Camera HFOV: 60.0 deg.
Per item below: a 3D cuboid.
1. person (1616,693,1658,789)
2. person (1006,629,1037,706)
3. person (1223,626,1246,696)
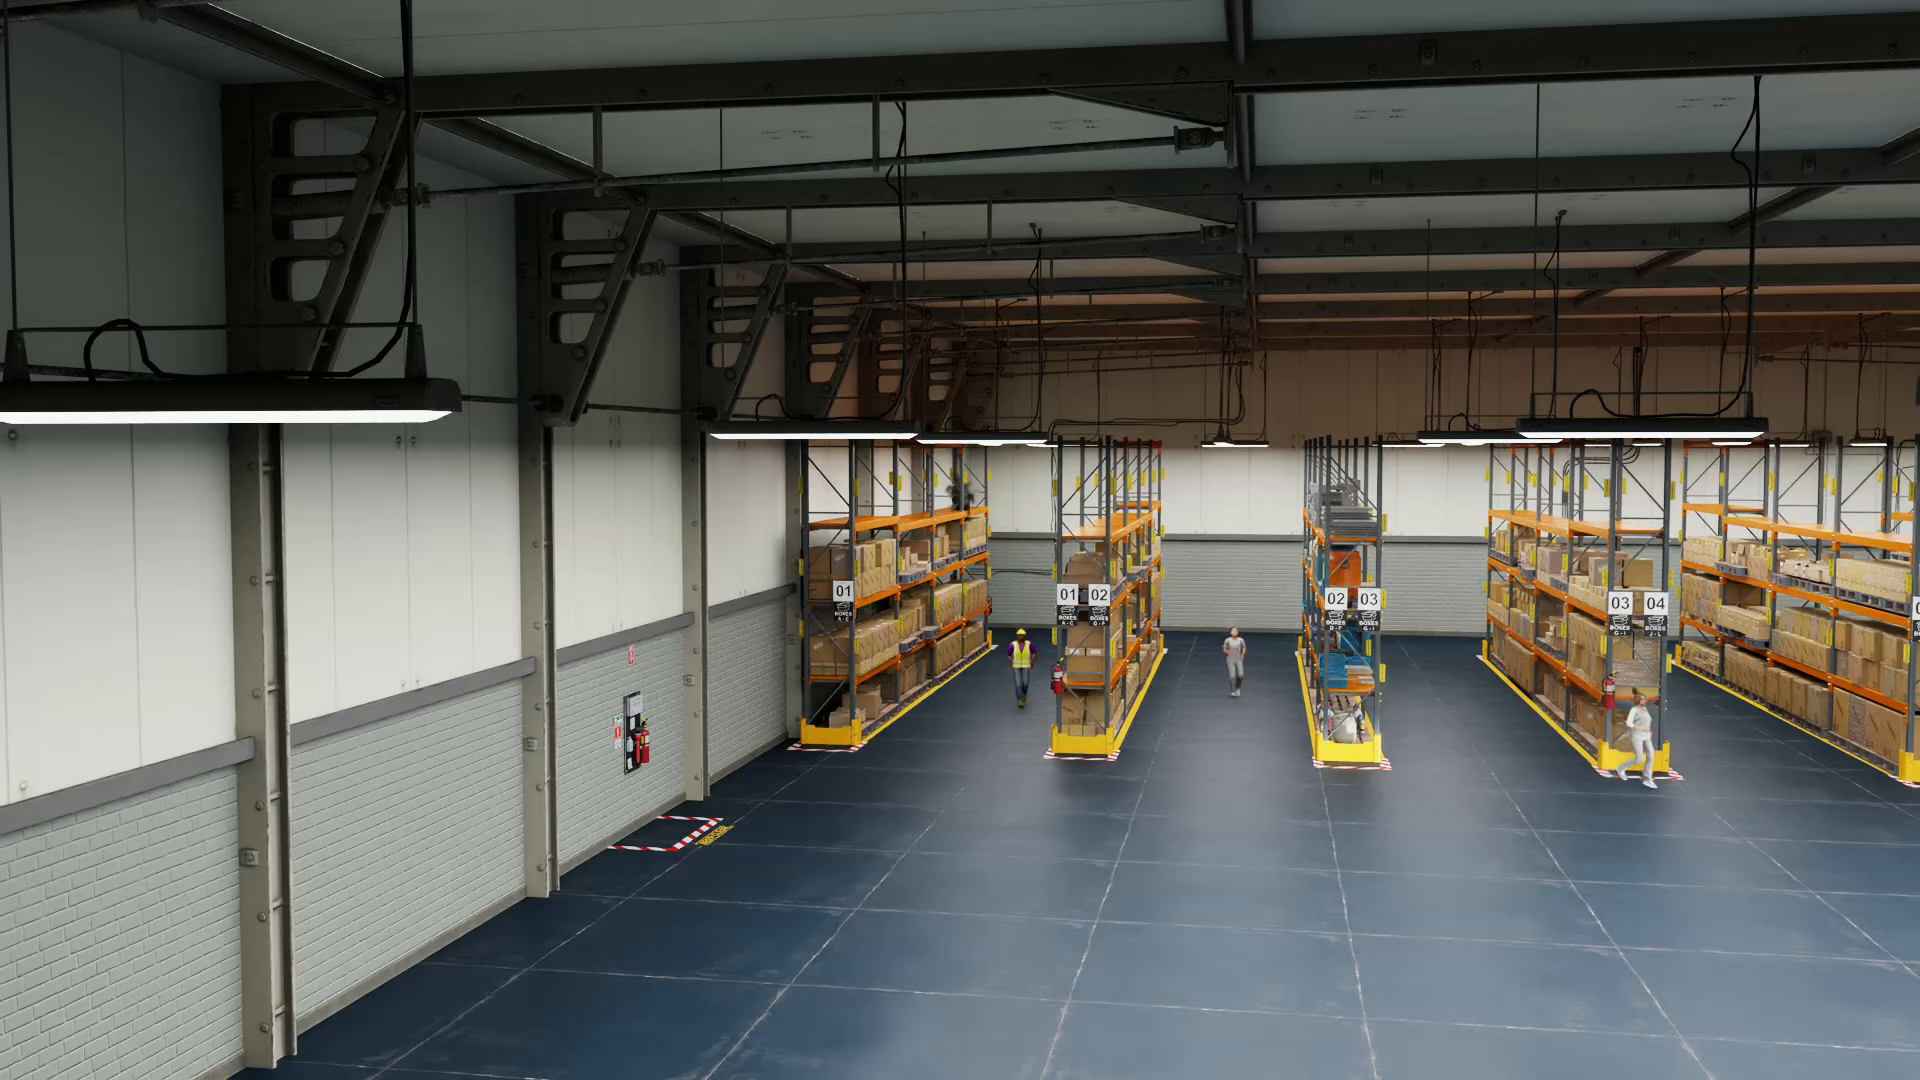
[{"bbox_3d":[11.549,3.400,28.325,0.549,1.598,0.729,-2,4,-34],"label":"person"},{"bbox_3d":[1.374,2.854,37.086,0.713,1.728,0.565,0,3,1],"label":"person"},{"bbox_3d":[6.364,2.813,38.433,0.544,1.629,0.605,0,3,1],"label":"person"}]
